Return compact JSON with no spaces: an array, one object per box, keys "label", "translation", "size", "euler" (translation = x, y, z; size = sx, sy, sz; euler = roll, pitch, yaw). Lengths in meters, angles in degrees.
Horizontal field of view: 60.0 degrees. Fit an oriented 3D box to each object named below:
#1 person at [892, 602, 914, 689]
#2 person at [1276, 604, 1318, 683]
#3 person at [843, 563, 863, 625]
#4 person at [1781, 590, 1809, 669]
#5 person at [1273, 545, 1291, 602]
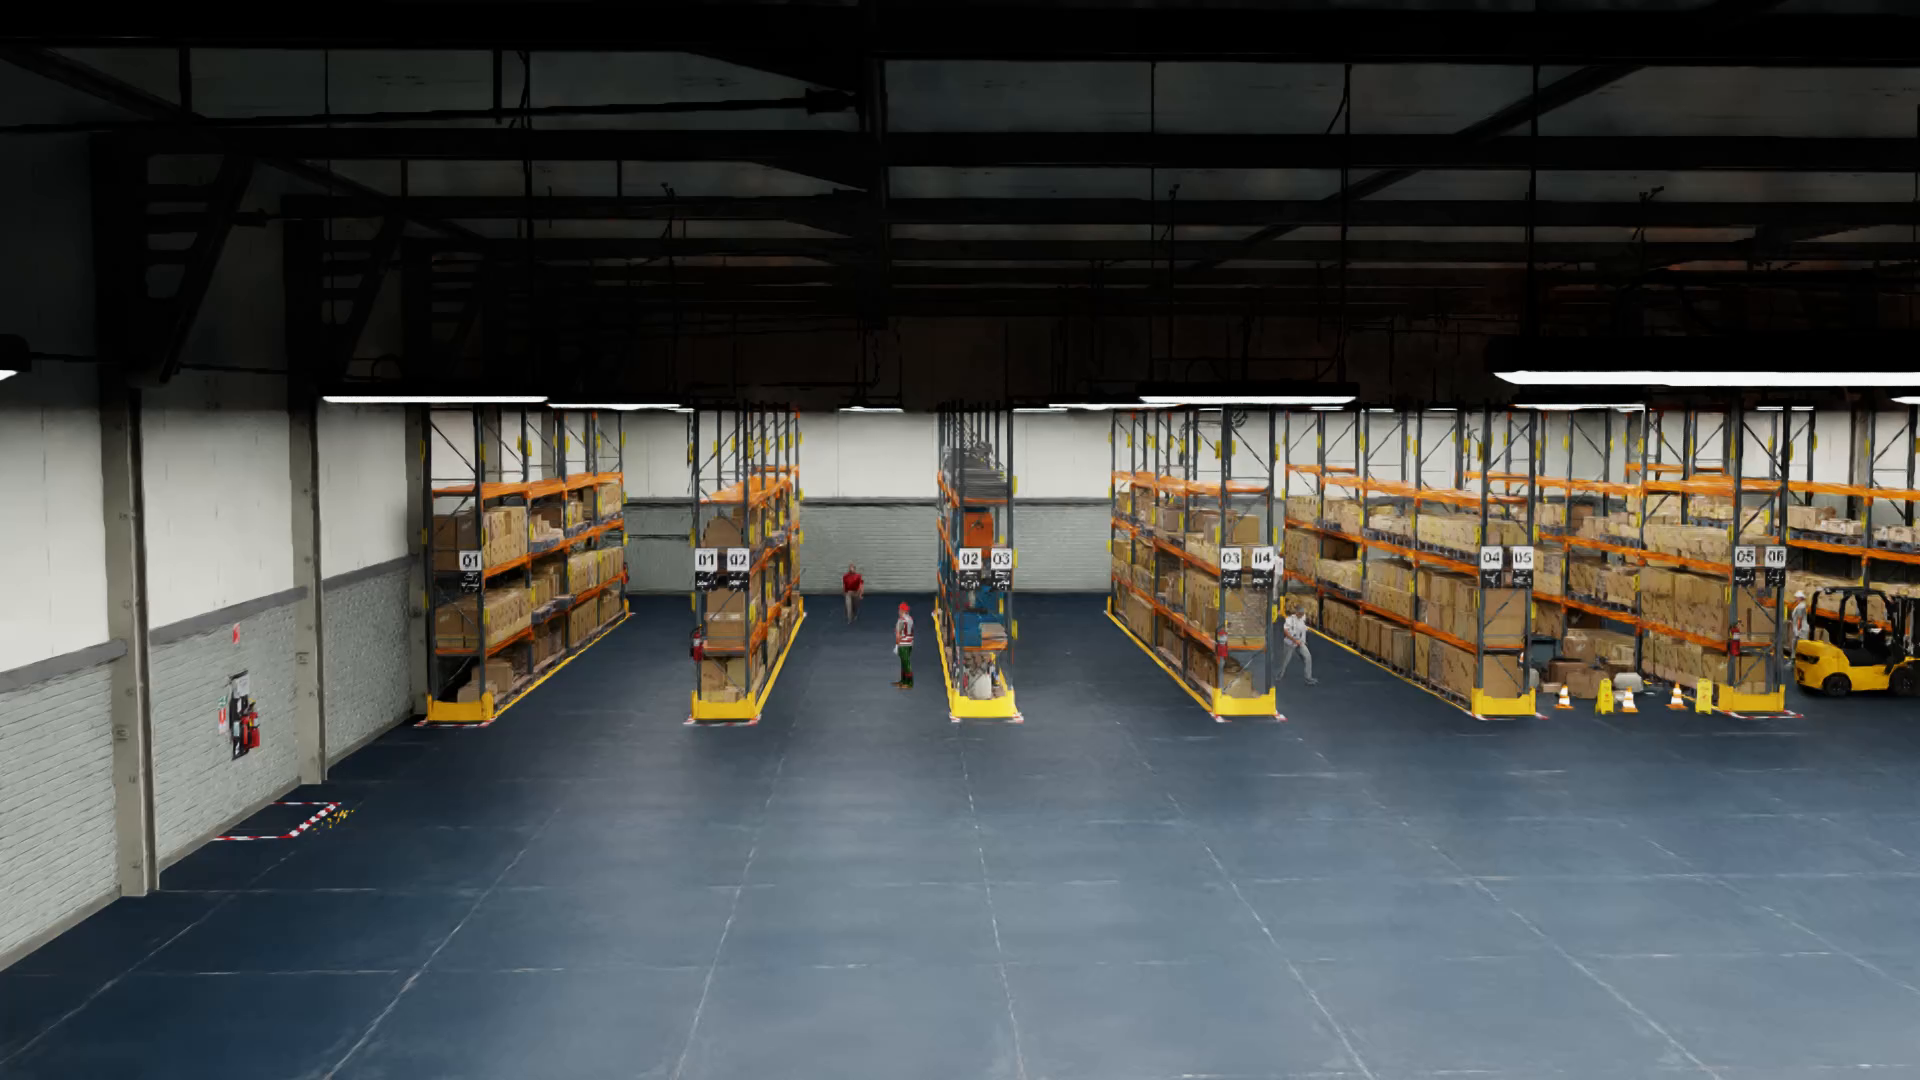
[{"label":"person","translation":[-1.183,2.187,34.658],"size":[0.581,1.785,0.664],"euler":[2,5,23]},{"label":"person","translation":[7.148,2.181,35.391],"size":[0.701,1.689,0.857],"euler":[-1,5,-19]},{"label":"person","translation":[-2.904,1.462,45.092],"size":[0.556,1.666,1.030],"euler":[0,4,-3]},{"label":"person","translation":[18.609,2.009,36.971],"size":[0.588,1.784,0.666],"euler":[2,5,23]},{"label":"person","translation":[9.841,1.015,50.872],"size":[0.615,1.716,0.973],"euler":[2,5,19]}]
